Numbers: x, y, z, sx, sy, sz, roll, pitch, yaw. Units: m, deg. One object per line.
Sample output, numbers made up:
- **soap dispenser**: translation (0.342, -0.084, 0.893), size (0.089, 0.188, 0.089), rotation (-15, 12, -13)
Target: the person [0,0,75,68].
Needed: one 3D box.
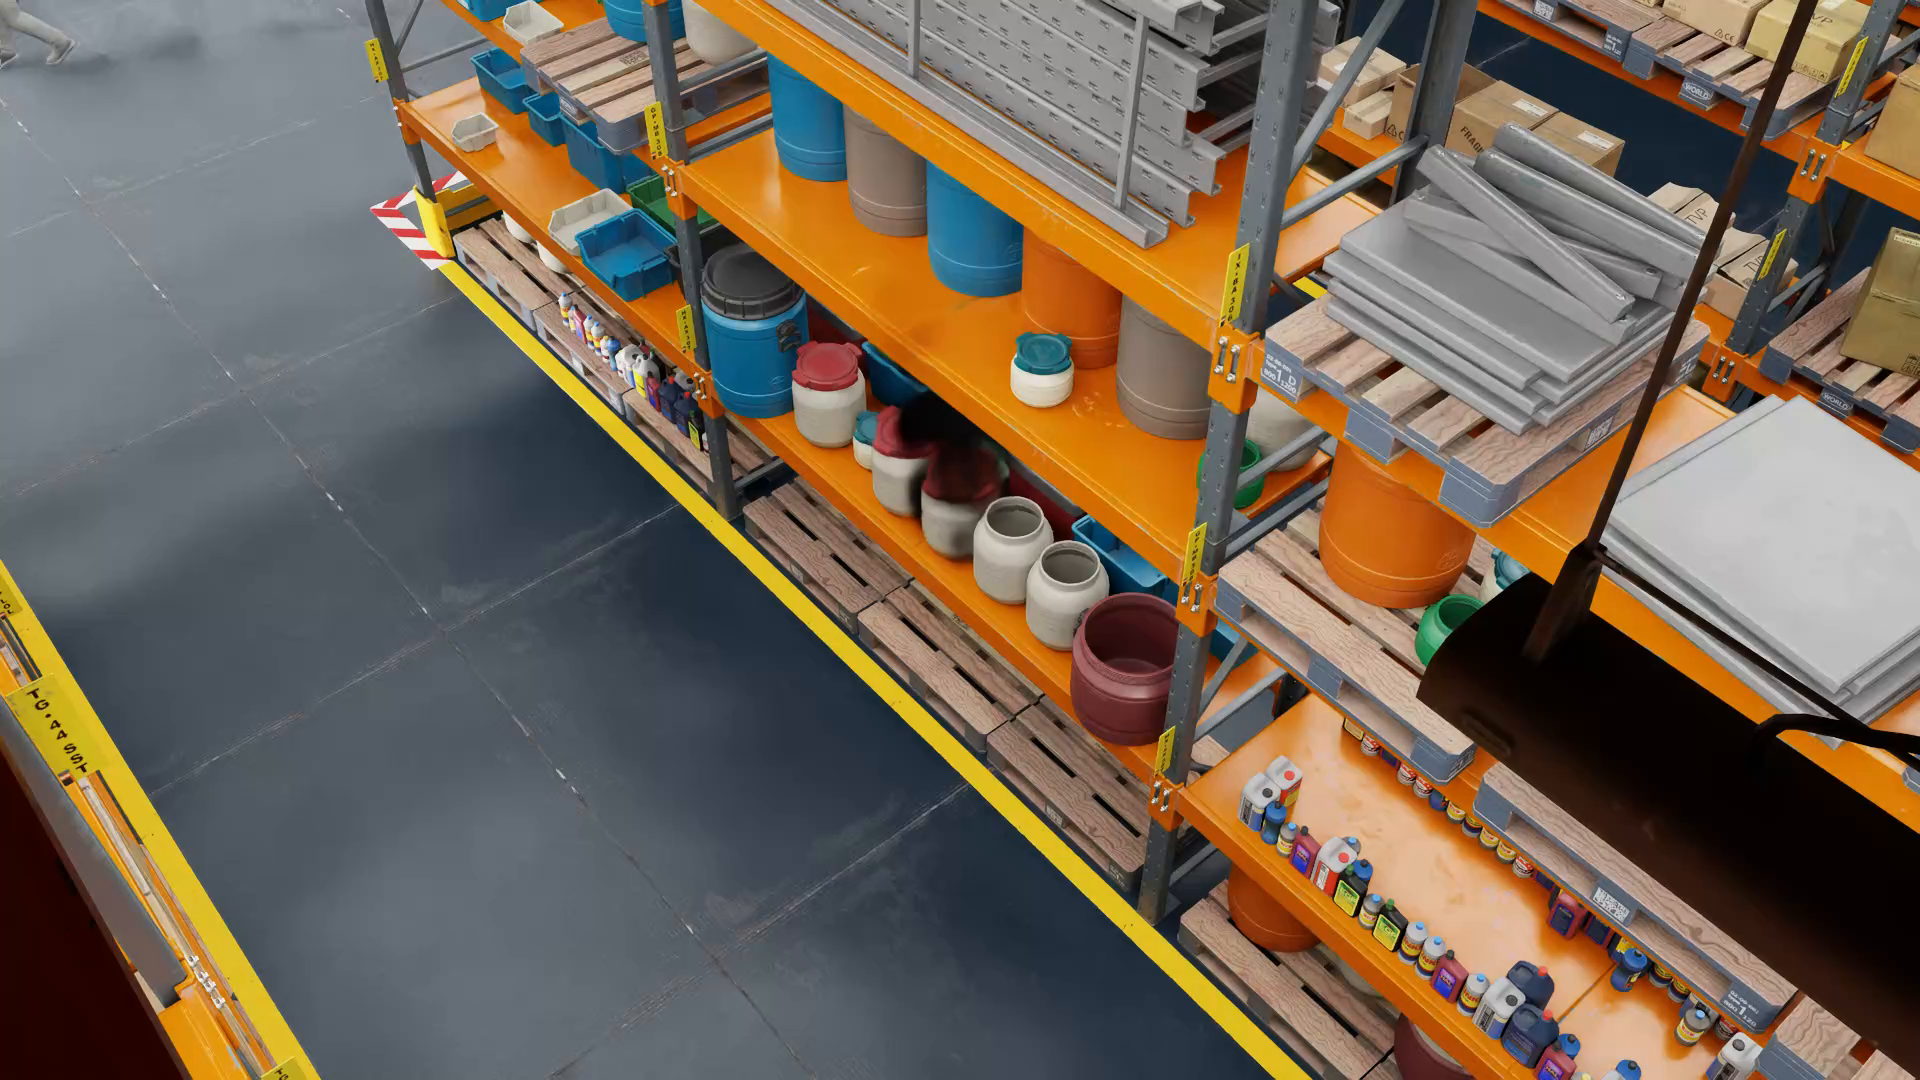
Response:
- **person**: translation (-8.359, -4.870, 14.379), size (0.854, 1.827, 0.655), rotation (-10, 47, -10)
